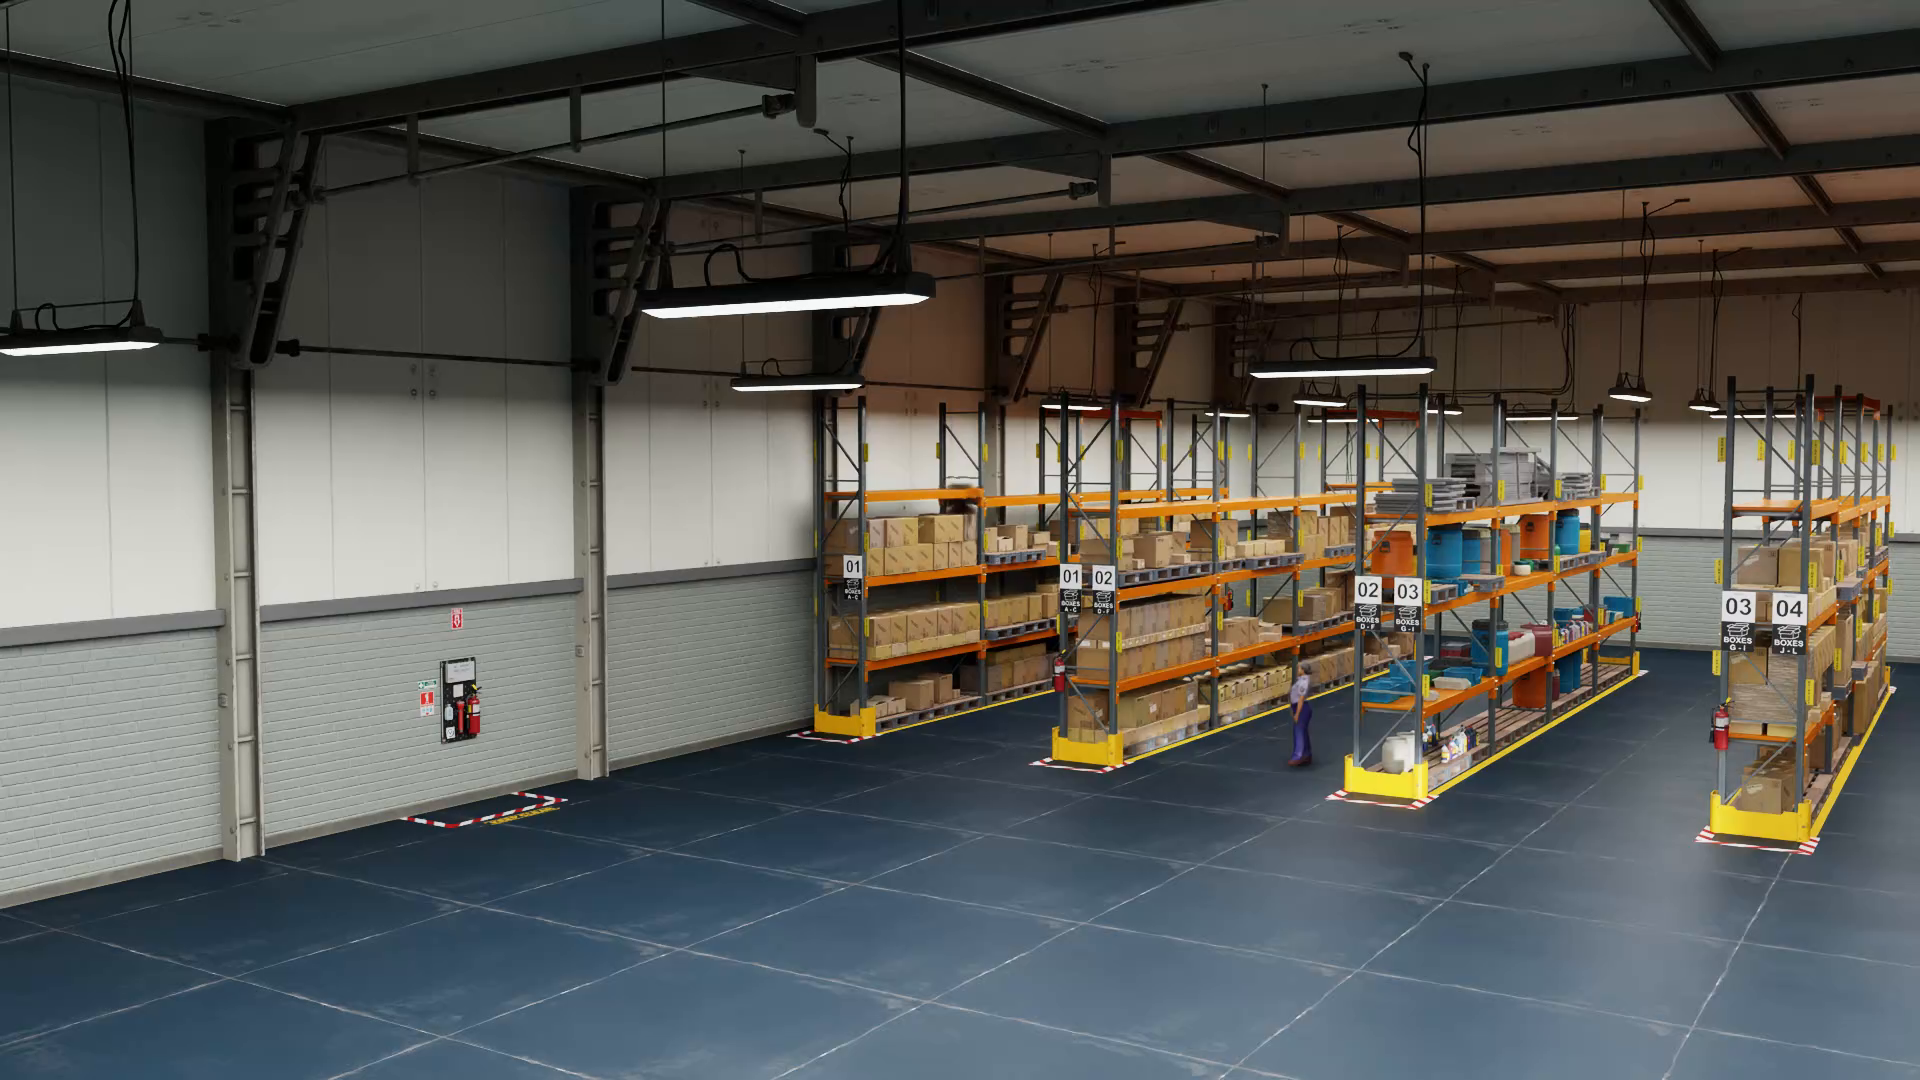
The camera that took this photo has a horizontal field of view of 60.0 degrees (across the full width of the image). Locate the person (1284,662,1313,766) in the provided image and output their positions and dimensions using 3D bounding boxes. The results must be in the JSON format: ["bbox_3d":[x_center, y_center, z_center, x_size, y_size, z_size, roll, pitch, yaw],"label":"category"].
[{"bbox_3d":[5.431,2.789,26.748,0.490,1.667,0.491,0,3,0],"label":"person"}]
